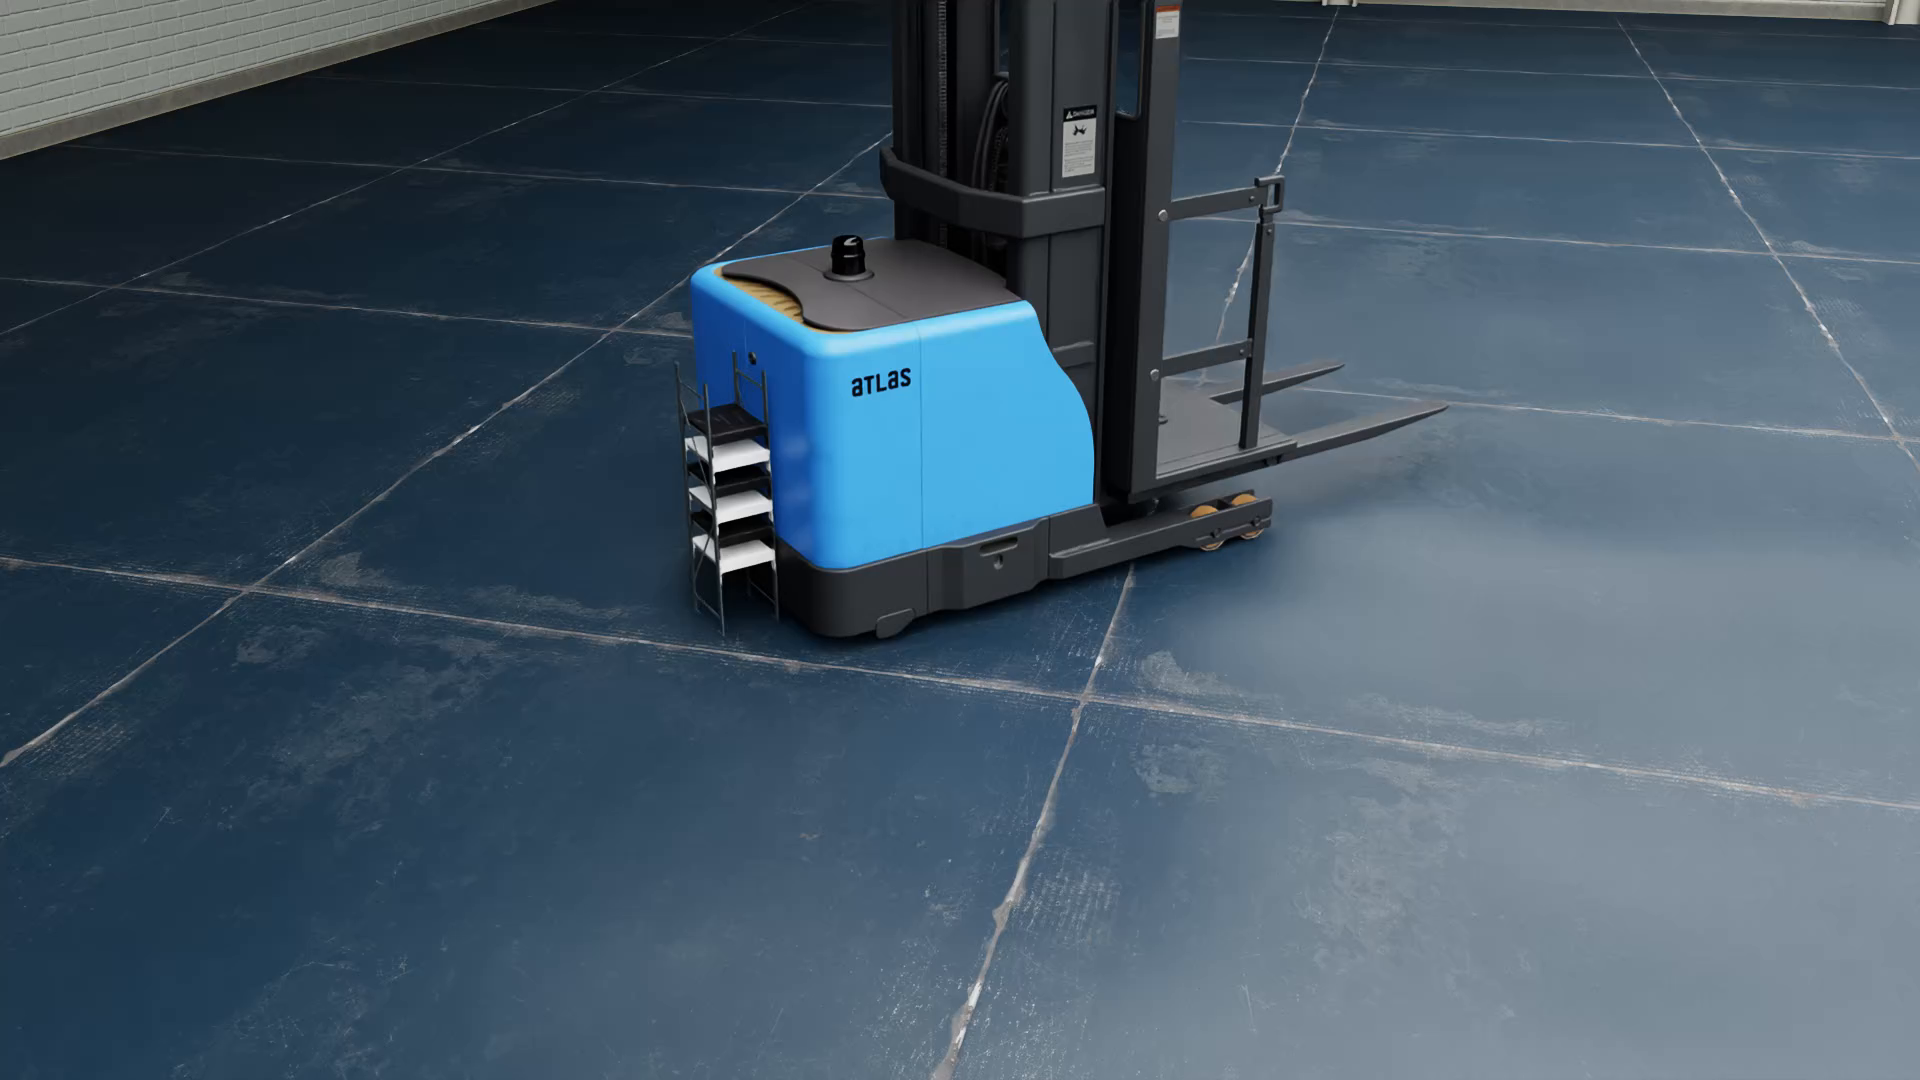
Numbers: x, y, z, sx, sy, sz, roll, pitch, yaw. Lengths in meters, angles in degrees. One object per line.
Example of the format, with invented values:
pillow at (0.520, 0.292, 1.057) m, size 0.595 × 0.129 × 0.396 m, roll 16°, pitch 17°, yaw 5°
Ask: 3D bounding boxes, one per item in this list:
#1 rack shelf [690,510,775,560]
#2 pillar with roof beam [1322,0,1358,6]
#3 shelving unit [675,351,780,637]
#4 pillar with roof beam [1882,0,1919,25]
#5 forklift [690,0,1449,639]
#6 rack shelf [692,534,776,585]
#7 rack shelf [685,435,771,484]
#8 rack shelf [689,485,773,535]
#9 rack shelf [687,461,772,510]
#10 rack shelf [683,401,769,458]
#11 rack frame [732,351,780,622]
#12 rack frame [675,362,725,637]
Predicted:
rack shelf at (-0.768, -0.037, 5.567) m, size 0.200 × 0.077 × 0.258 m, roll -15°, pitch 29°, yaw -29°
pillar with roof beam at (3.348, -8.510, 13.656) m, size 0.400 × 9.000 × 9.100 m, roll 6°, pitch 26°, yaw 13°
shelving unit at (-0.768, -0.148, 5.514) m, size 0.210 × 0.900 × 0.258 m, roll -15°, pitch 29°, yaw -29°
pillar with roof beam at (9.159, -7.868, 12.307) m, size 0.400 × 9.000 × 9.100 m, roll 6°, pitch 26°, yaw 13°
forklift at (0.576, -1.459, 5.906) m, size 3.031 × 2.935 × 1.130 m, roll -15°, pitch 29°, yaw -29°
rack shelf at (-0.768, 0.045, 5.605) m, size 0.200 × 0.077 × 0.258 m, roll -15°, pitch 29°, yaw -29°
rack shelf at (-0.768, -0.280, 5.451) m, size 0.200 × 0.077 × 0.258 m, roll -15°, pitch 29°, yaw -29°
rack shelf at (-0.768, -0.118, 5.528) m, size 0.200 × 0.077 × 0.258 m, roll -15°, pitch 29°, yaw -29°
rack shelf at (-0.768, -0.199, 5.489) m, size 0.200 × 0.077 × 0.258 m, roll -15°, pitch 29°, yaw -29°
rack shelf at (-0.768, -0.362, 5.412) m, size 0.200 × 0.077 × 0.258 m, roll -15°, pitch 29°, yaw -29°
rack frame at (-0.682, -0.171, 5.562) m, size 0.006 × 0.900 × 0.240 m, roll -15°, pitch 29°, yaw -29°
rack frame at (-0.854, -0.125, 5.465) m, size 0.006 × 0.900 × 0.240 m, roll -15°, pitch 29°, yaw -29°
